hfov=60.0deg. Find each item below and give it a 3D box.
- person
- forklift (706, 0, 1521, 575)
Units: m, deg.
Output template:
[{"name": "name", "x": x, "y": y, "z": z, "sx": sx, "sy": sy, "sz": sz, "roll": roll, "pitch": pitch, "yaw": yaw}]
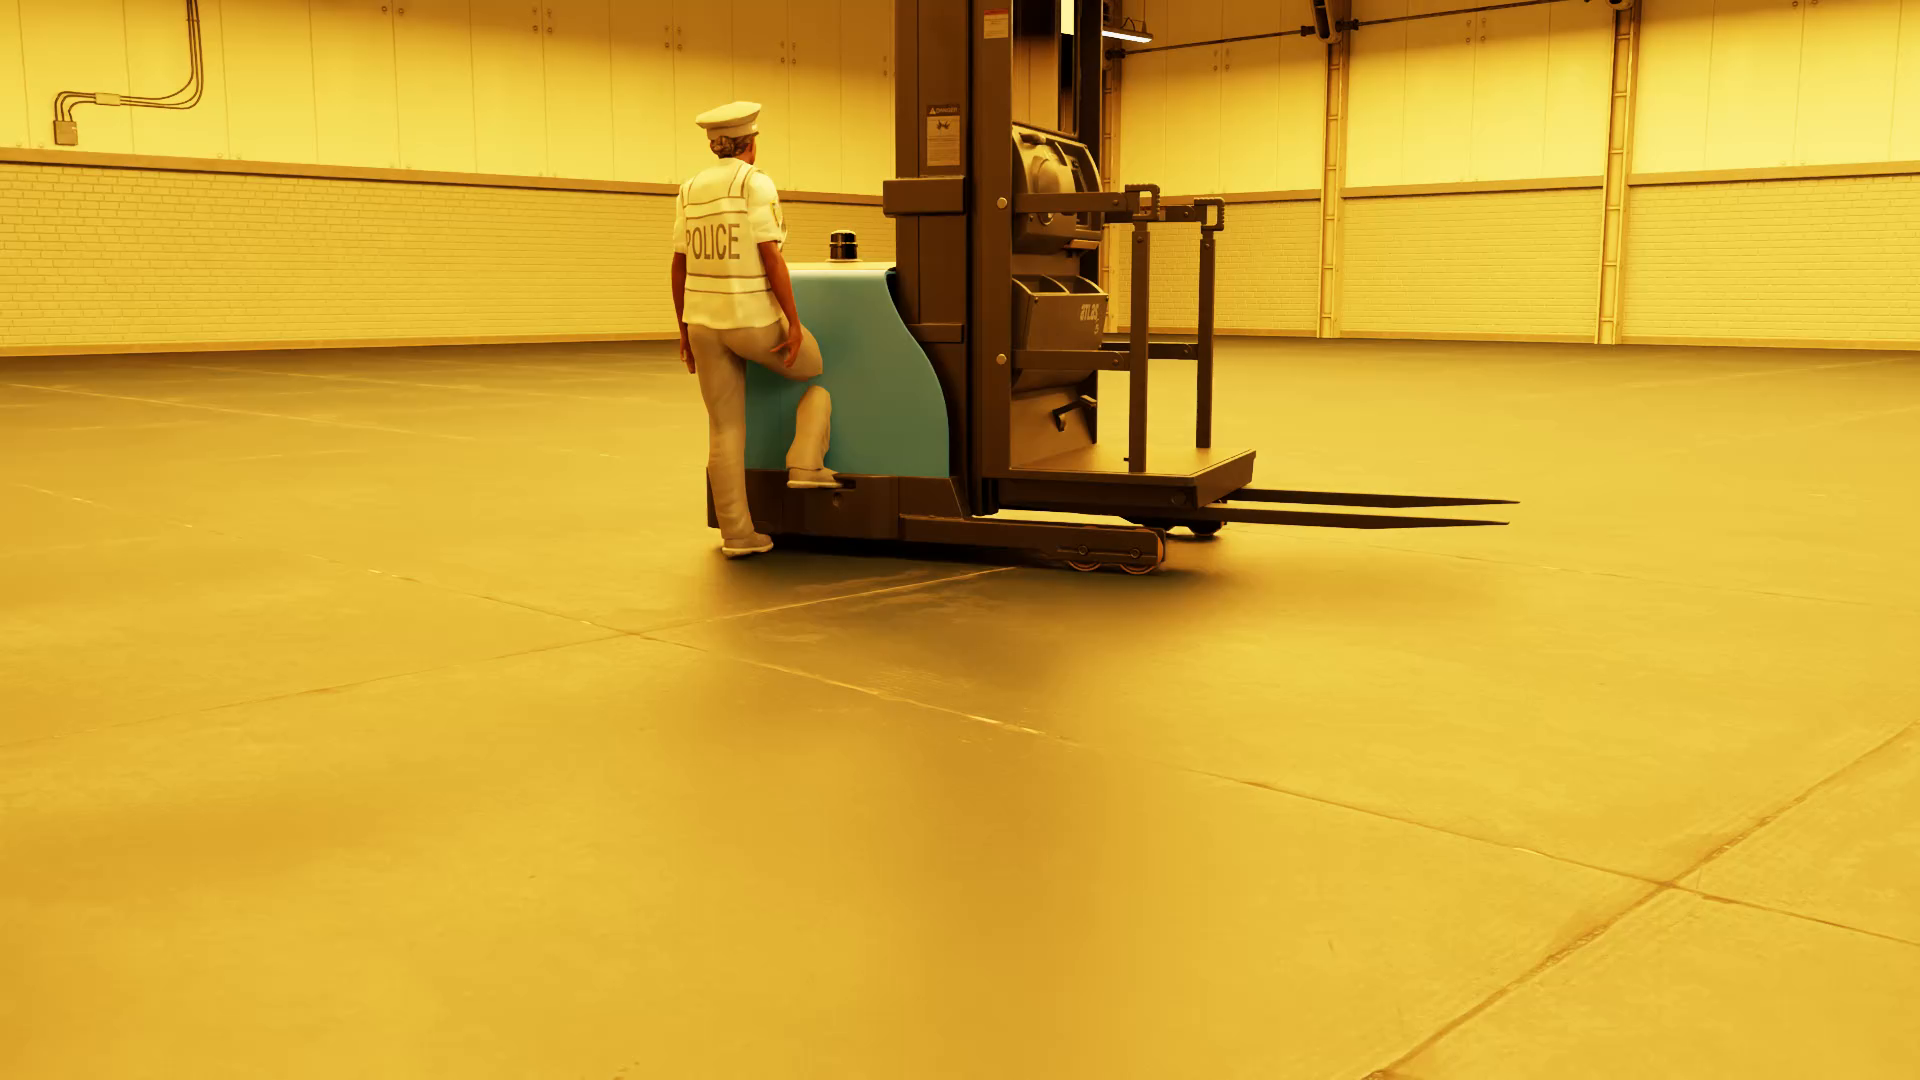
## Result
[{"name": "person", "x": -0.751, "y": -0.787, "z": 6.242, "sx": 0.573, "sy": 1.685, "sz": 0.567, "roll": 5, "pitch": 10, "yaw": 29}, {"name": "forklift", "x": 0.565, "y": -1.416, "z": 6.275, "sx": 3.031, "sy": 2.935, "sz": 1.130, "roll": 3, "pitch": 9, "yaw": 22}]
